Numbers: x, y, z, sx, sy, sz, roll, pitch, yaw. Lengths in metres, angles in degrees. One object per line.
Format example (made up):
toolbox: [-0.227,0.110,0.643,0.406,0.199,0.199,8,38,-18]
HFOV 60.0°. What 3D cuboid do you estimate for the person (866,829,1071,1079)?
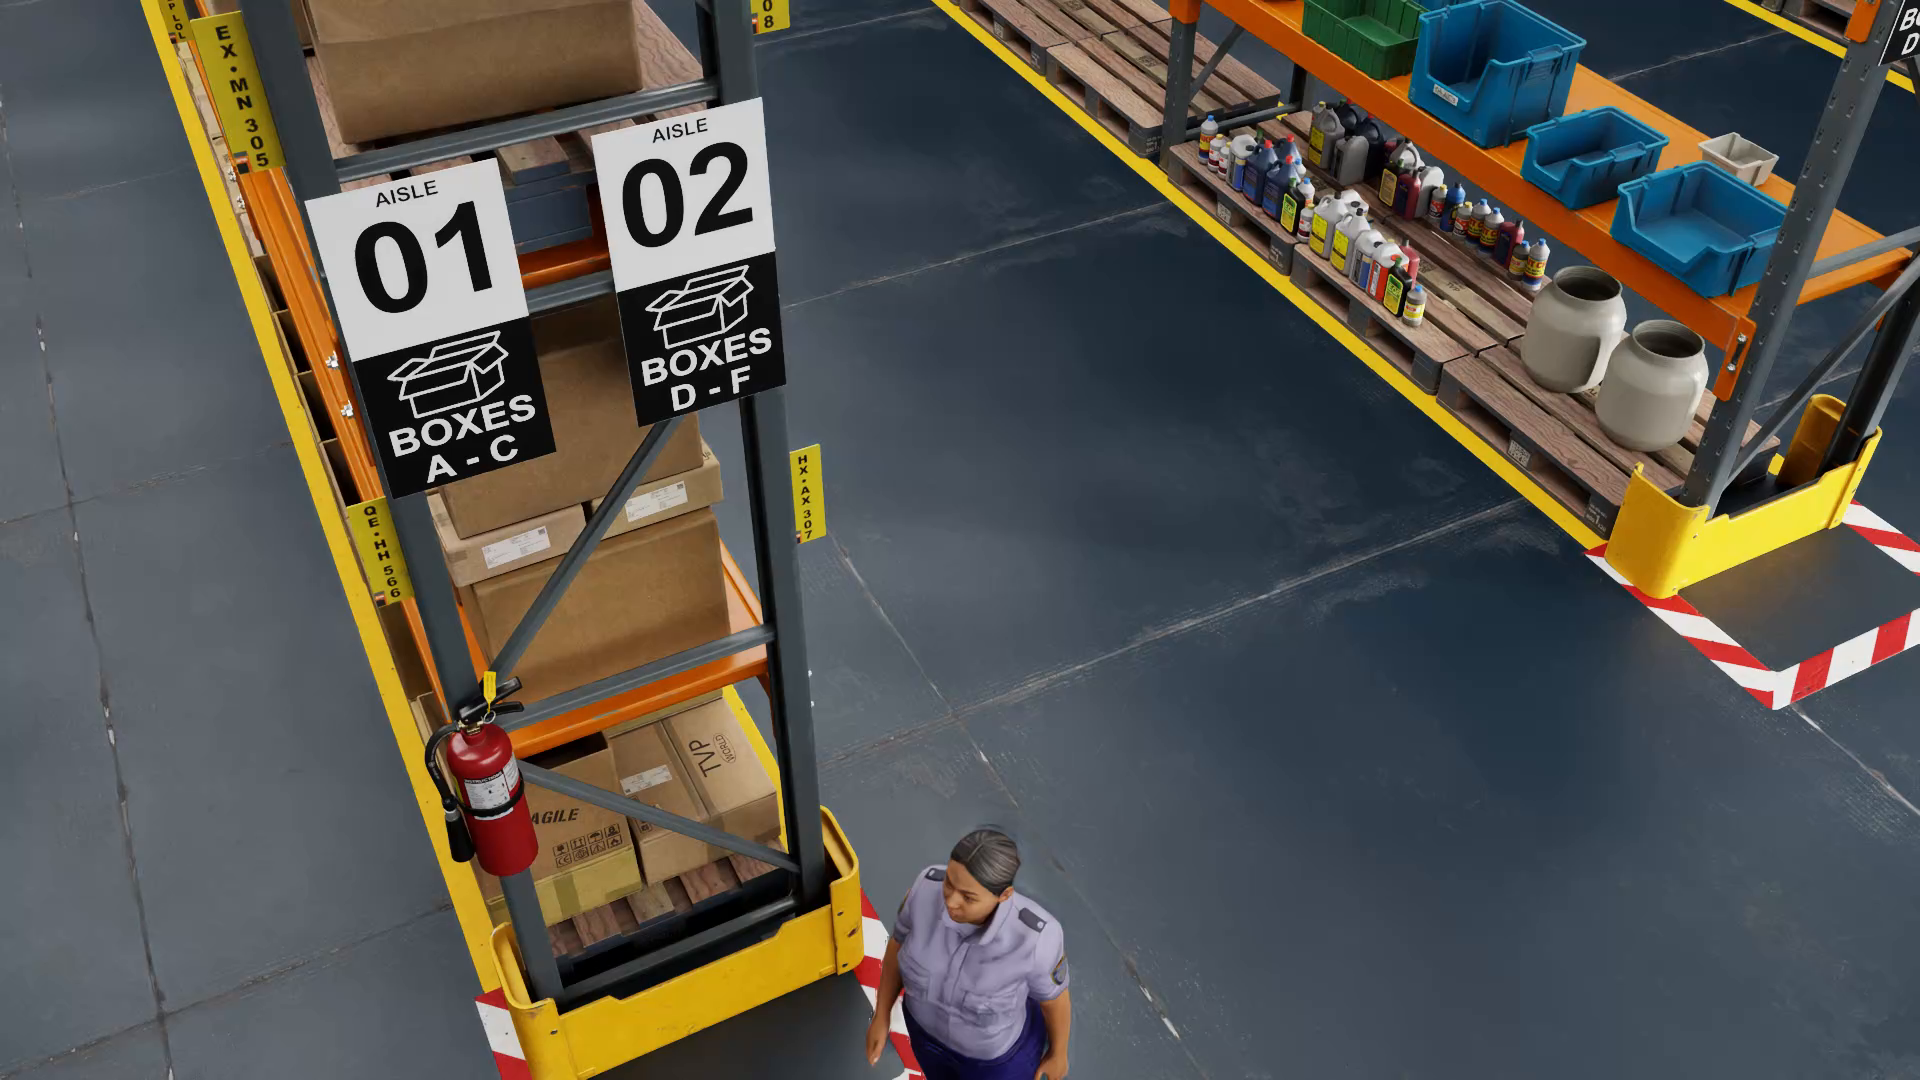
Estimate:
person: [0.007,1.406,4.596,0.523,1.687,0.554,25,47,25]
